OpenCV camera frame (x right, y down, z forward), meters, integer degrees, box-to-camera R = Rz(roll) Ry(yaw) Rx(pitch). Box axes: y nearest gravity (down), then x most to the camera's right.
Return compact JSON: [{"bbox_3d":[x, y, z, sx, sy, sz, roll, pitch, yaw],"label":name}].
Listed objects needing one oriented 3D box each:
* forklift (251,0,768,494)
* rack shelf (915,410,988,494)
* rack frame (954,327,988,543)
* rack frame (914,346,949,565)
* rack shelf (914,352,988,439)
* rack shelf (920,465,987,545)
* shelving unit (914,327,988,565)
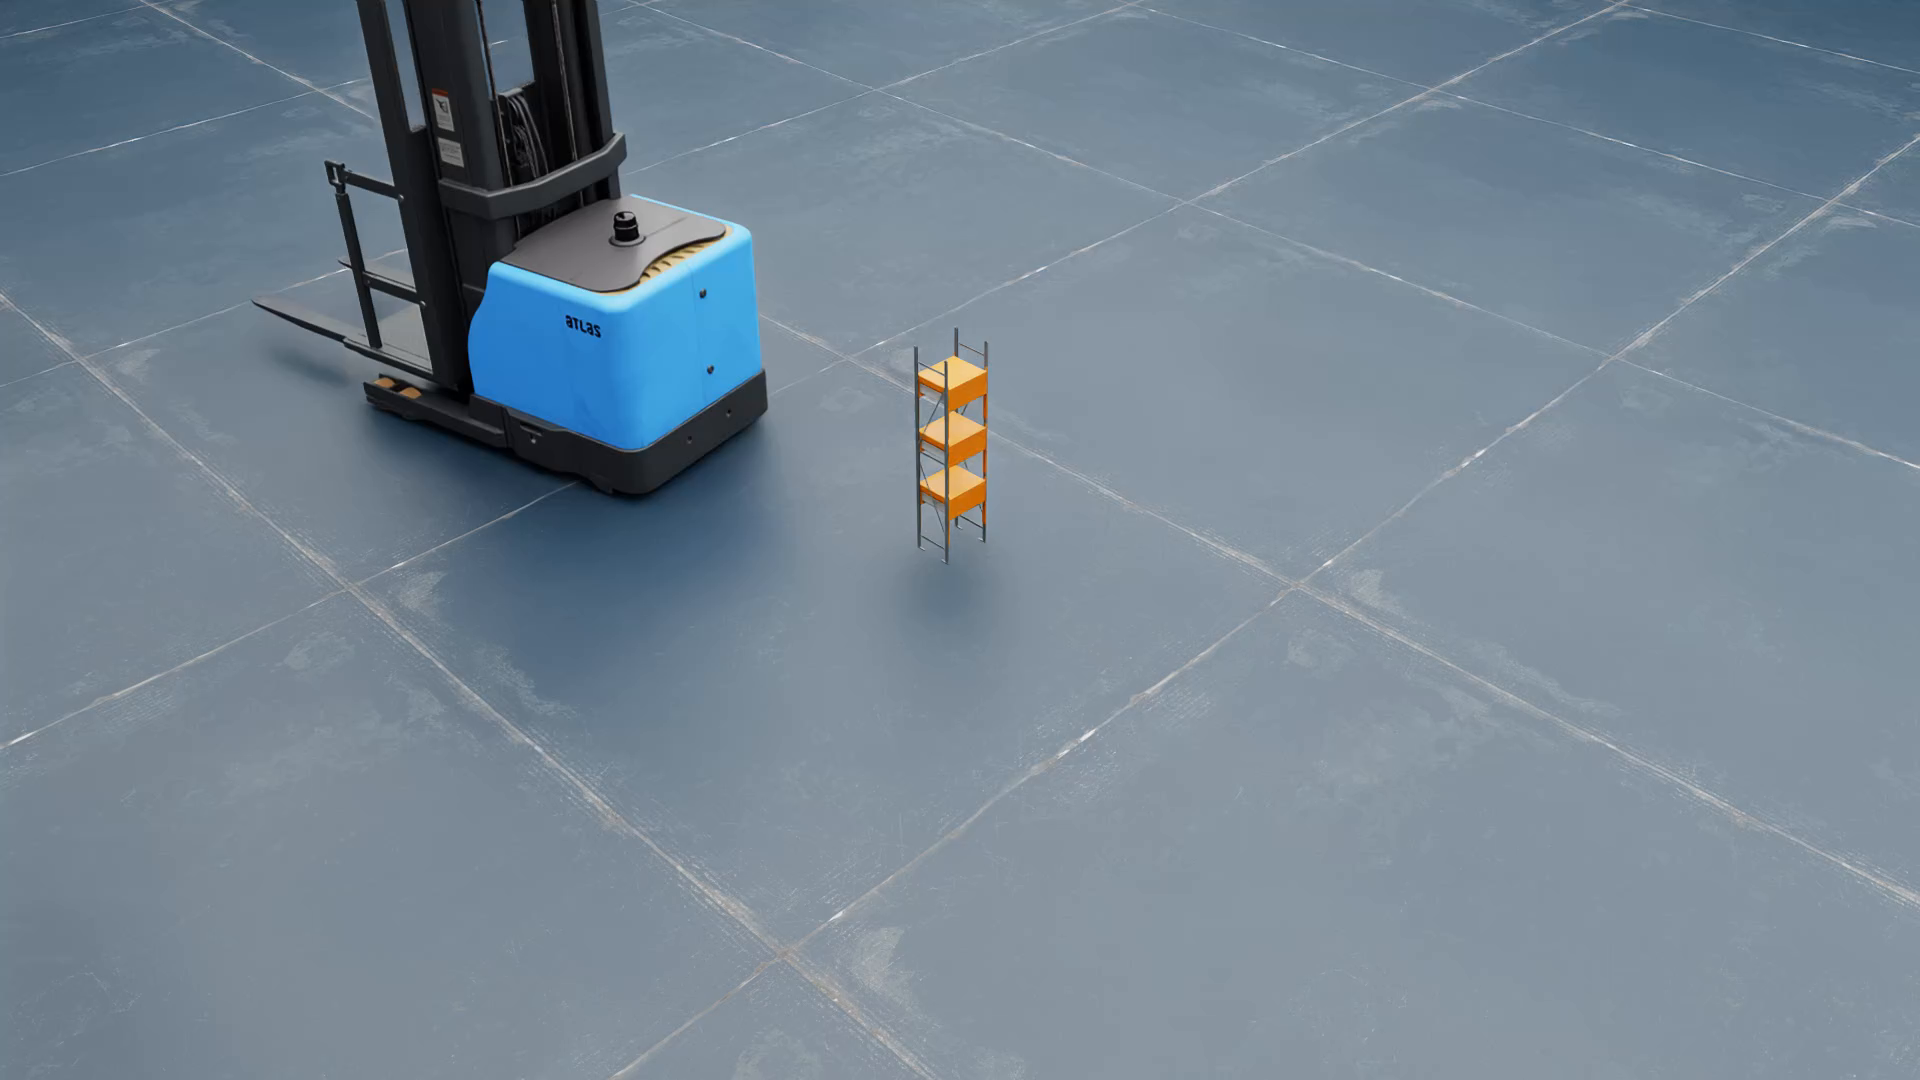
[{"bbox_3d":[-2.510,-2.058,8.139,3.031,2.935,1.130,20,40,26],"label":"forklift"},{"bbox_3d":[-0.038,-0.400,7.425,0.215,0.259,0.240,30,45,35],"label":"rack shelf"},{"bbox_3d":[0.048,-0.458,7.490,0.200,1.050,0.008,30,45,35],"label":"rack frame"},{"bbox_3d":[-0.124,-0.359,7.348,0.200,1.050,0.008,30,45,35],"label":"rack frame"},{"bbox_3d":[-0.038,-0.633,7.262,0.215,0.259,0.240,30,45,35],"label":"rack shelf"},{"bbox_3d":[-0.038,-0.172,7.584,0.215,0.259,0.240,30,45,35],"label":"rack shelf"},{"bbox_3d":[-0.038,-0.409,7.419,0.215,1.050,0.252,30,45,35],"label":"shelving unit"}]
